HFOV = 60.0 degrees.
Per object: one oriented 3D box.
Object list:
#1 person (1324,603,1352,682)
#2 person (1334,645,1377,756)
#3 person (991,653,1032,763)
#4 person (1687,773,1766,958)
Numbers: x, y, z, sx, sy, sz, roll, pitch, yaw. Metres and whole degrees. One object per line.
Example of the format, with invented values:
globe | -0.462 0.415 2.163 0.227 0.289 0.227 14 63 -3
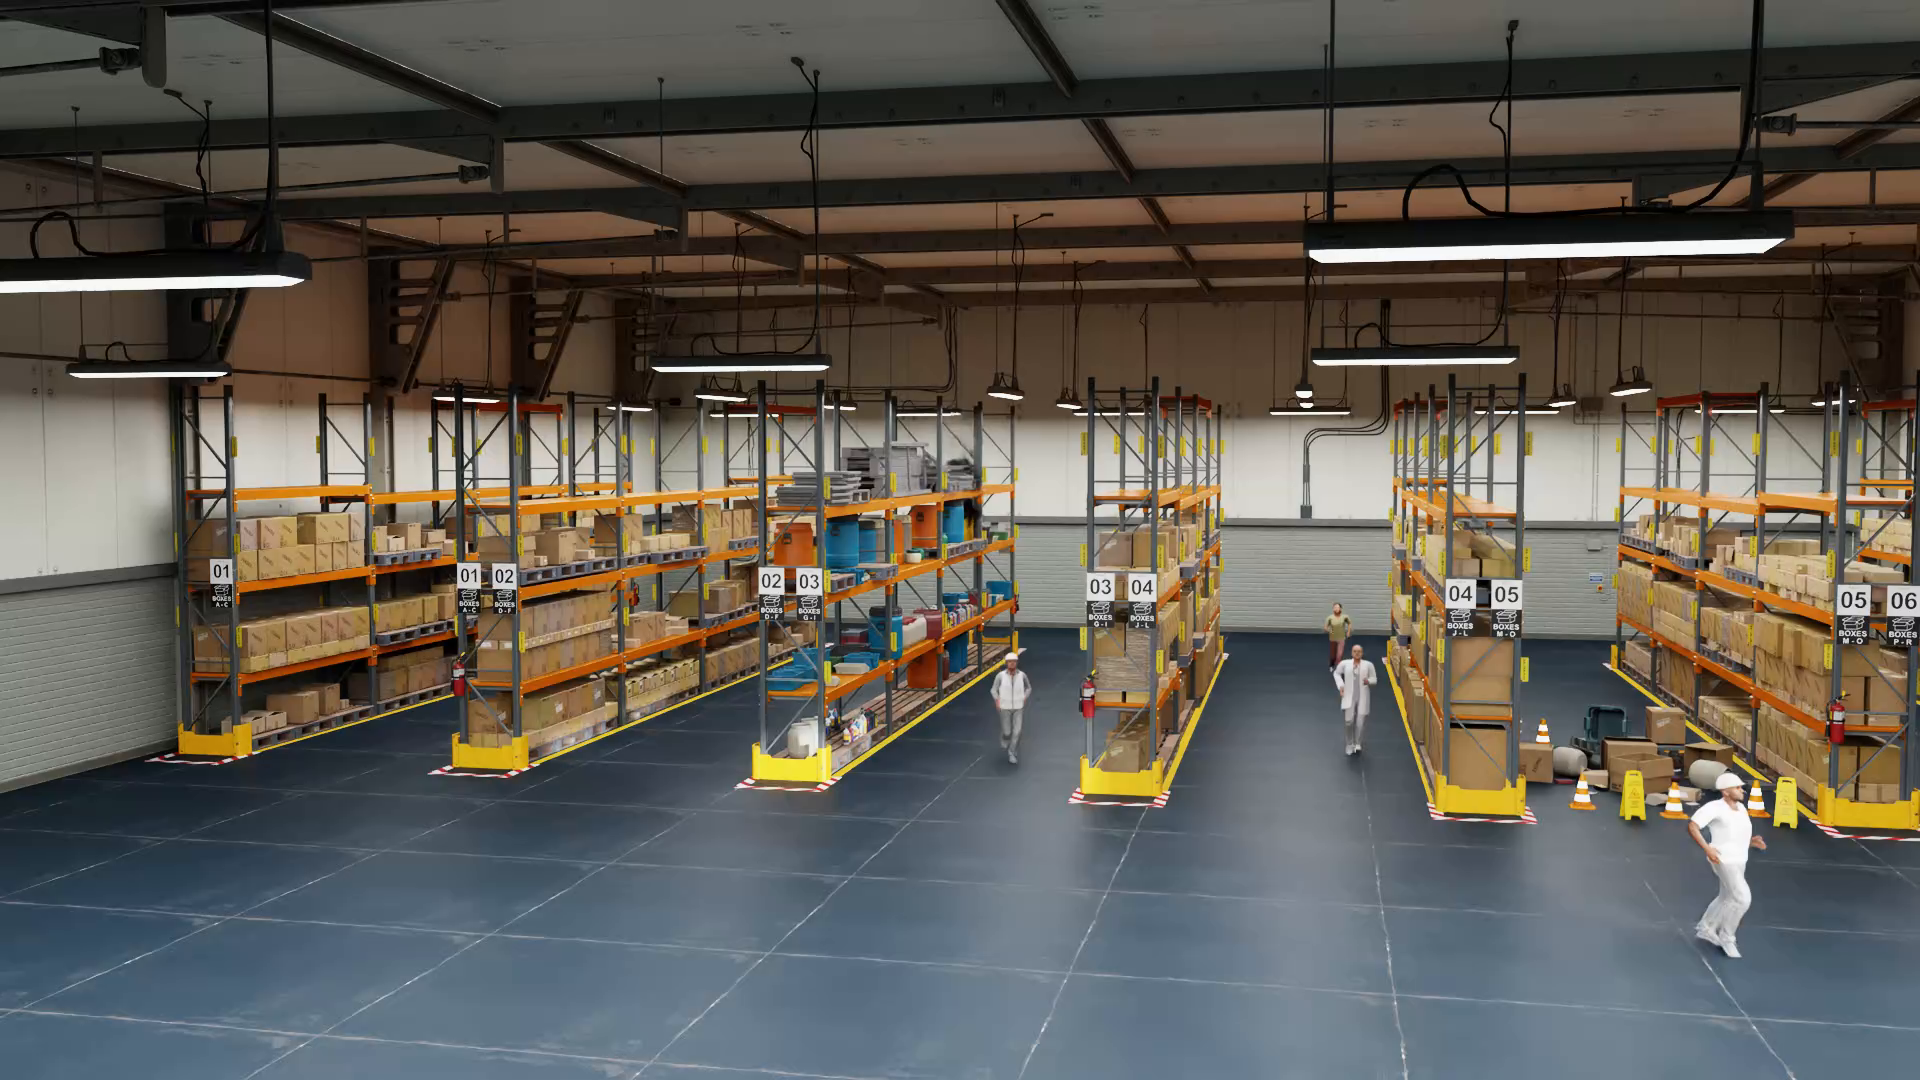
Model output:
person | 8.142 2.180 35.836 0.587 1.662 0.903 1 3 15
person | 6.429 2.614 27.031 0.685 1.808 0.734 1 3 11
person | 0.827 2.660 26.530 0.660 1.732 0.634 0 3 -5
person | 7.608 3.220 16.459 0.685 1.829 0.653 -3 4 -39
